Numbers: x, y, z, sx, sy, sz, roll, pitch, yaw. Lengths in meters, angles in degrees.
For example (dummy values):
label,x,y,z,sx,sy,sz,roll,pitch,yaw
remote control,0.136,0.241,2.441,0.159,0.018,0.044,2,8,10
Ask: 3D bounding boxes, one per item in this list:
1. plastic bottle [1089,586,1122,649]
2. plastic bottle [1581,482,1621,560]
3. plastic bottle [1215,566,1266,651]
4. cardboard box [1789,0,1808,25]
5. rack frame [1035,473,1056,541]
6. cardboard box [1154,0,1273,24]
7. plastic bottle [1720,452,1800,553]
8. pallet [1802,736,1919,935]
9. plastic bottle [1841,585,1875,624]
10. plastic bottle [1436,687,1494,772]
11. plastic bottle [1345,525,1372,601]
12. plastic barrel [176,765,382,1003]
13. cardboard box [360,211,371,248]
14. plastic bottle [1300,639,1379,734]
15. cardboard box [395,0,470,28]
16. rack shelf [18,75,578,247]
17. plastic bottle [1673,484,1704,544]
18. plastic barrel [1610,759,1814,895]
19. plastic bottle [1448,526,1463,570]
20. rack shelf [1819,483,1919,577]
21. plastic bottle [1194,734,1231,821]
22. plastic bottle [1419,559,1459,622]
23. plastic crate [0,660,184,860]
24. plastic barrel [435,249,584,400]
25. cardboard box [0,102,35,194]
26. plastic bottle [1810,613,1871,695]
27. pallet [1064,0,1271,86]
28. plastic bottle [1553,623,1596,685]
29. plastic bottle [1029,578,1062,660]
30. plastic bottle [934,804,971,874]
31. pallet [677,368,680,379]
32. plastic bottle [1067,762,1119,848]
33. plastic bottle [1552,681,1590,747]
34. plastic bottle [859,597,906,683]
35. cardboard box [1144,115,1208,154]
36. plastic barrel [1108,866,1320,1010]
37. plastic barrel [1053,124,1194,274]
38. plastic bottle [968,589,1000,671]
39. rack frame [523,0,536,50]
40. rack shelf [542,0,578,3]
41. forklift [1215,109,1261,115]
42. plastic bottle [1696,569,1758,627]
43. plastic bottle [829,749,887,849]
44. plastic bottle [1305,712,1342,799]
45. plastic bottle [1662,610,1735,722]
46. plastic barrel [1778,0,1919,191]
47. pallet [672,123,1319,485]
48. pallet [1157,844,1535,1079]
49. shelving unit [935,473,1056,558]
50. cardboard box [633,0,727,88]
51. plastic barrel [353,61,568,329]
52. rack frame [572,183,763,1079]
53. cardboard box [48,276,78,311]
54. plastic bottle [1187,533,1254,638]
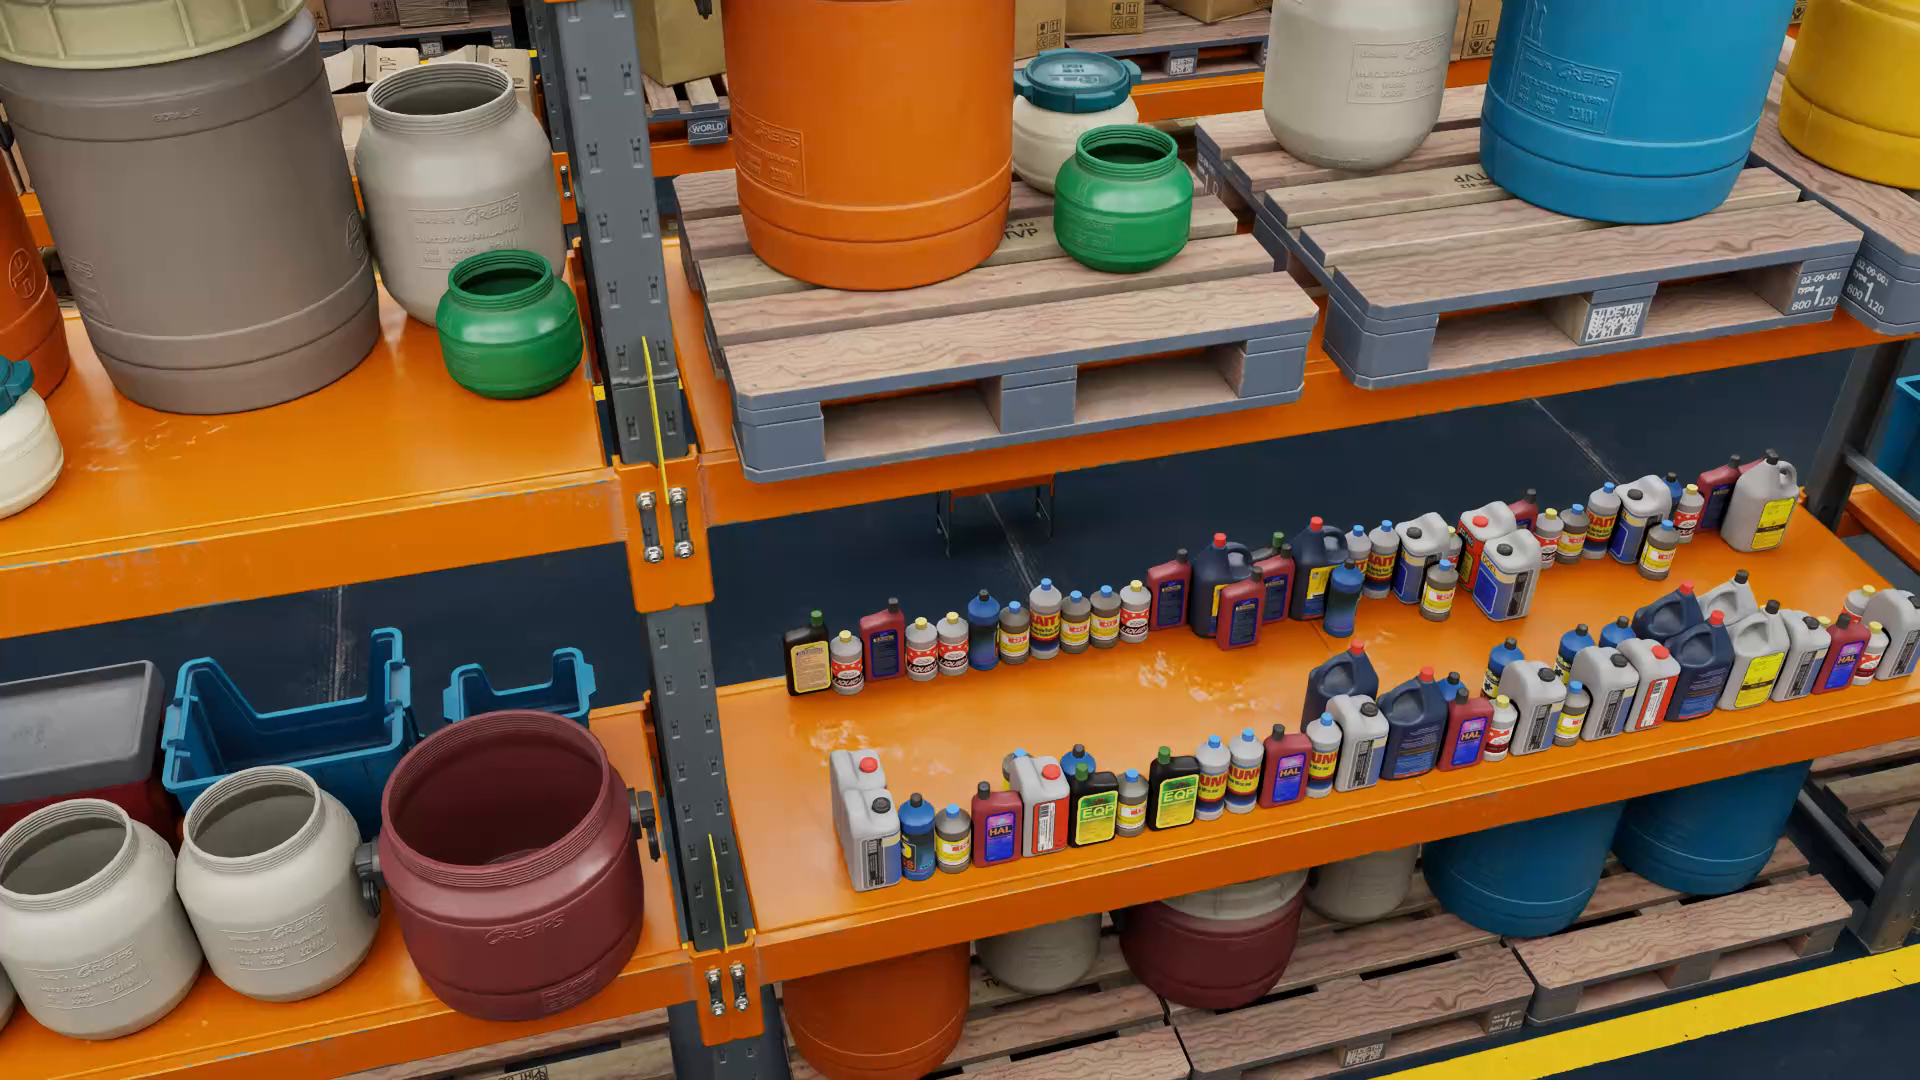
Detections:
label,x,y,z,sx,sy,sz,roll,pitch,yaw
plastic bottle,0.448,0.230,5.145,0.097,0.201,0.097,0,37,0
plastic bottle,2.109,-0.071,5.480,0.097,0.271,0.097,0,37,0
plastic bottle,0.864,0.208,5.106,0.133,0.283,0.061,-9,38,-12
cardboard box,4.840,-3.297,9.508,0.500,0.500,0.500,-9,38,-12
rack frame,0.395,-0.541,7.470,0.015,1.200,0.240,-9,38,-12
cardboard box,1.324,-3.201,9.037,0.500,0.500,0.700,-23,43,-27
plastic bottle,2.664,-0.140,5.505,0.185,0.351,0.144,-9,38,-12
pallet,3.827,0.936,6.352,1.213,0.211,1.003,-9,38,-12
plastic bottle,2.781,0.229,5.146,0.097,0.201,0.097,0,37,0
plastic bottle,1.426,0.526,4.690,0.133,0.283,0.061,-9,38,-12
plastic bottle,1.250,0.070,5.296,0.097,0.271,0.097,0,37,0
plastic barrel,-1.672,0.845,4.084,0.421,0.512,0.421,0,37,0
cardboard box,-3.109,-1.603,8.833,0.500,0.311,0.500,-10,39,-13
plastic bottle,1.092,0.432,4.757,0.185,0.351,0.144,-9,38,-12
cardboard box,-3.999,-4.247,12.528,0.500,0.500,0.700,-9,38,-11
rack shelf,-3.953,-1.702,8.098,4.000,0.370,1.077,-9,38,-12
plastic bottle,2.427,-0.095,5.569,0.097,0.201,0.097,0,37,0
plastic barrel,2.598,0.711,5.733,0.708,0.901,0.600,-9,38,-12
plastic bottle,1.568,0.046,5.385,0.097,0.201,0.097,0,37,0
rack shelf,5.058,-0.063,5.956,4.000,0.370,1.077,-9,38,-12
plastic bottle,0.685,0.640,4.550,0.097,0.271,0.097,0,37,0
plastic bottle,1.514,0.150,5.248,0.097,0.201,0.097,0,37,0
plastic crate,-2.374,0.653,4.375,0.583,0.464,0.402,-9,38,-12
plastic barrel,-0.959,-0.459,3.540,0.294,0.245,0.294,0,37,0
cardboard box,-4.146,-1.985,7.794,0.500,0.500,0.500,-9,38,-12
plastic bottle,2.620,0.330,4.946,0.133,0.283,0.061,-9,38,-12
pallet,1.039,-2.799,9.099,1.213,0.211,1.003,-9,38,-12
plastic bottle,1.811,0.360,4.917,0.097,0.271,0.097,0,37,0
plastic bottle,0.260,0.233,5.083,0.097,0.271,0.097,0,37,0
plastic bottle,-0.019,0.784,4.420,0.097,0.201,0.097,0,37,0
pallet,-1.292,-1.293,9.267,1.213,0.211,1.003,-9,38,-12
plastic bottle,0.356,0.701,4.461,0.133,0.283,0.061,-9,38,-12
plastic bottle,1.757,0.492,4.801,0.097,0.201,0.097,0,37,0
plastic bottle,-0.232,0.297,4.989,0.133,0.283,0.061,-9,38,-12
cardboard box,1.309,-2.186,9.835,0.500,0.500,0.500,-11,39,-14
plastic barrel,0.824,1.126,5.448,0.708,0.588,0.600,-9,38,-12
plastic barrel,0.348,-0.728,3.546,0.294,0.245,0.294,0,37,0
plastic bottle,0.072,0.263,5.043,0.097,0.271,0.097,0,37,0
rack frame,-3.317,-5.210,12.091,0.127,3.000,1.000,-9,38,-12
rack shelf,-2.665,-1.020,2.598,4.000,0.370,1.077,-9,38,-12
forklift,0.679,-4.173,10.793,3.031,2.935,1.130,-10,39,-13
plastic bottle,2.288,0.240,5.007,0.185,0.351,0.144,-9,38,-12
plastic bottle,-0.272,0.683,4.491,0.135,0.276,0.152,-9,38,-12
plastic bottle,1.002,0.588,4.618,0.097,0.271,0.097,0,37,0
plastic bottle,2.147,0.354,4.859,0.185,0.351,0.144,-9,38,-12
plastic barrel,2.299,-1.201,3.882,0.600,0.588,0.600,0,37,0
pallet,0.030,-0.579,3.724,1.213,0.211,1.003,-9,38,-12
pallet,1.191,1.369,5.787,1.213,0.211,1.003,-9,38,-12
shelving unit,0.160,-0.503,7.420,0.503,1.200,0.258,-9,38,-12
cardboard box,-1.444,-2.677,8.353,0.500,0.500,0.700,-23,43,-27
plastic barrel,-1.114,-0.765,3.720,0.421,0.512,0.421,0,37,0
rack frame,-0.734,0.602,4.495,0.127,3.000,1.000,-9,38,-12
cardboard box,-4.436,-1.047,8.105,0.500,0.311,0.500,-11,39,-13
plastic bottle,0.813,0.125,5.158,0.185,0.351,0.144,-9,38,-12
